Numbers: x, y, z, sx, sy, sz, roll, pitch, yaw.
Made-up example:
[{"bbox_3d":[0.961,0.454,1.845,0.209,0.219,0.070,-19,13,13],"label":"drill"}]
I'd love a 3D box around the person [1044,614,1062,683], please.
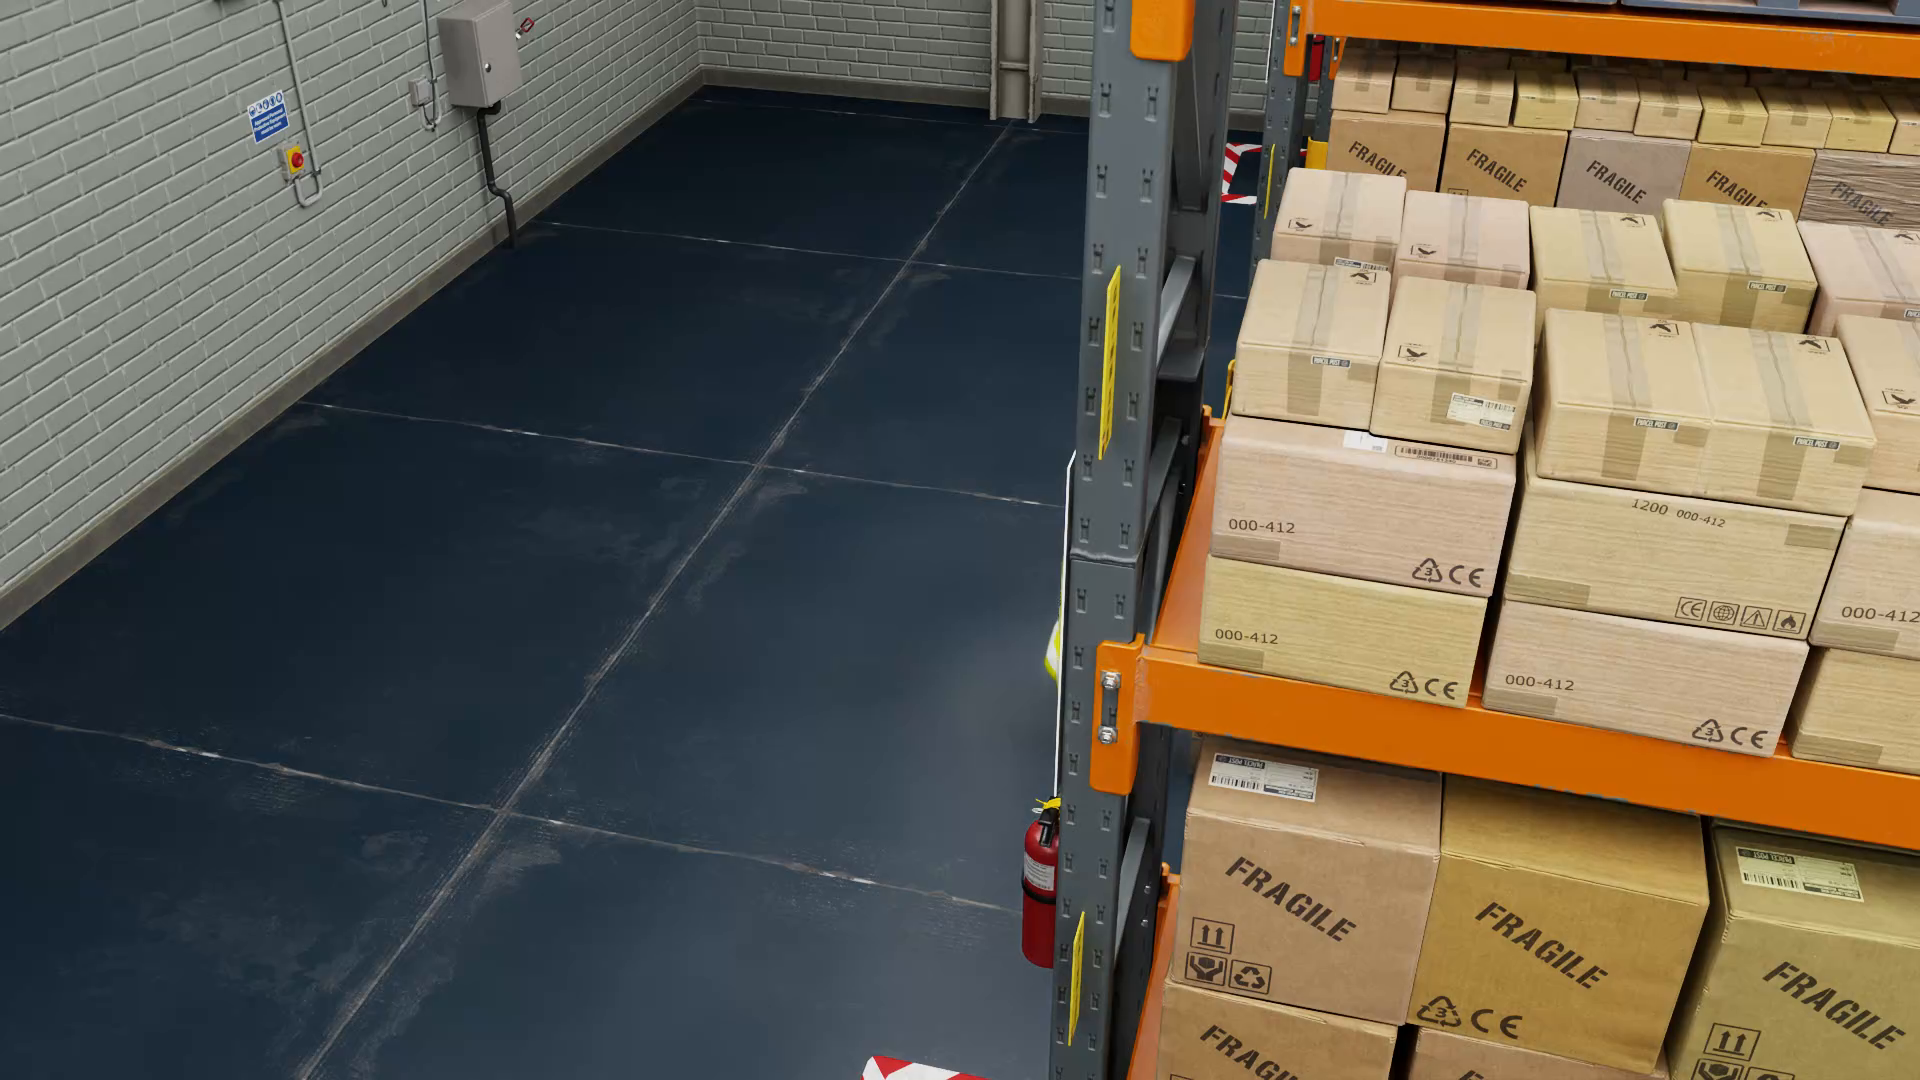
[{"bbox_3d":[0.821,0.478,7.076,0.897,1.013,0.542,7,33,11],"label":"person"}]
